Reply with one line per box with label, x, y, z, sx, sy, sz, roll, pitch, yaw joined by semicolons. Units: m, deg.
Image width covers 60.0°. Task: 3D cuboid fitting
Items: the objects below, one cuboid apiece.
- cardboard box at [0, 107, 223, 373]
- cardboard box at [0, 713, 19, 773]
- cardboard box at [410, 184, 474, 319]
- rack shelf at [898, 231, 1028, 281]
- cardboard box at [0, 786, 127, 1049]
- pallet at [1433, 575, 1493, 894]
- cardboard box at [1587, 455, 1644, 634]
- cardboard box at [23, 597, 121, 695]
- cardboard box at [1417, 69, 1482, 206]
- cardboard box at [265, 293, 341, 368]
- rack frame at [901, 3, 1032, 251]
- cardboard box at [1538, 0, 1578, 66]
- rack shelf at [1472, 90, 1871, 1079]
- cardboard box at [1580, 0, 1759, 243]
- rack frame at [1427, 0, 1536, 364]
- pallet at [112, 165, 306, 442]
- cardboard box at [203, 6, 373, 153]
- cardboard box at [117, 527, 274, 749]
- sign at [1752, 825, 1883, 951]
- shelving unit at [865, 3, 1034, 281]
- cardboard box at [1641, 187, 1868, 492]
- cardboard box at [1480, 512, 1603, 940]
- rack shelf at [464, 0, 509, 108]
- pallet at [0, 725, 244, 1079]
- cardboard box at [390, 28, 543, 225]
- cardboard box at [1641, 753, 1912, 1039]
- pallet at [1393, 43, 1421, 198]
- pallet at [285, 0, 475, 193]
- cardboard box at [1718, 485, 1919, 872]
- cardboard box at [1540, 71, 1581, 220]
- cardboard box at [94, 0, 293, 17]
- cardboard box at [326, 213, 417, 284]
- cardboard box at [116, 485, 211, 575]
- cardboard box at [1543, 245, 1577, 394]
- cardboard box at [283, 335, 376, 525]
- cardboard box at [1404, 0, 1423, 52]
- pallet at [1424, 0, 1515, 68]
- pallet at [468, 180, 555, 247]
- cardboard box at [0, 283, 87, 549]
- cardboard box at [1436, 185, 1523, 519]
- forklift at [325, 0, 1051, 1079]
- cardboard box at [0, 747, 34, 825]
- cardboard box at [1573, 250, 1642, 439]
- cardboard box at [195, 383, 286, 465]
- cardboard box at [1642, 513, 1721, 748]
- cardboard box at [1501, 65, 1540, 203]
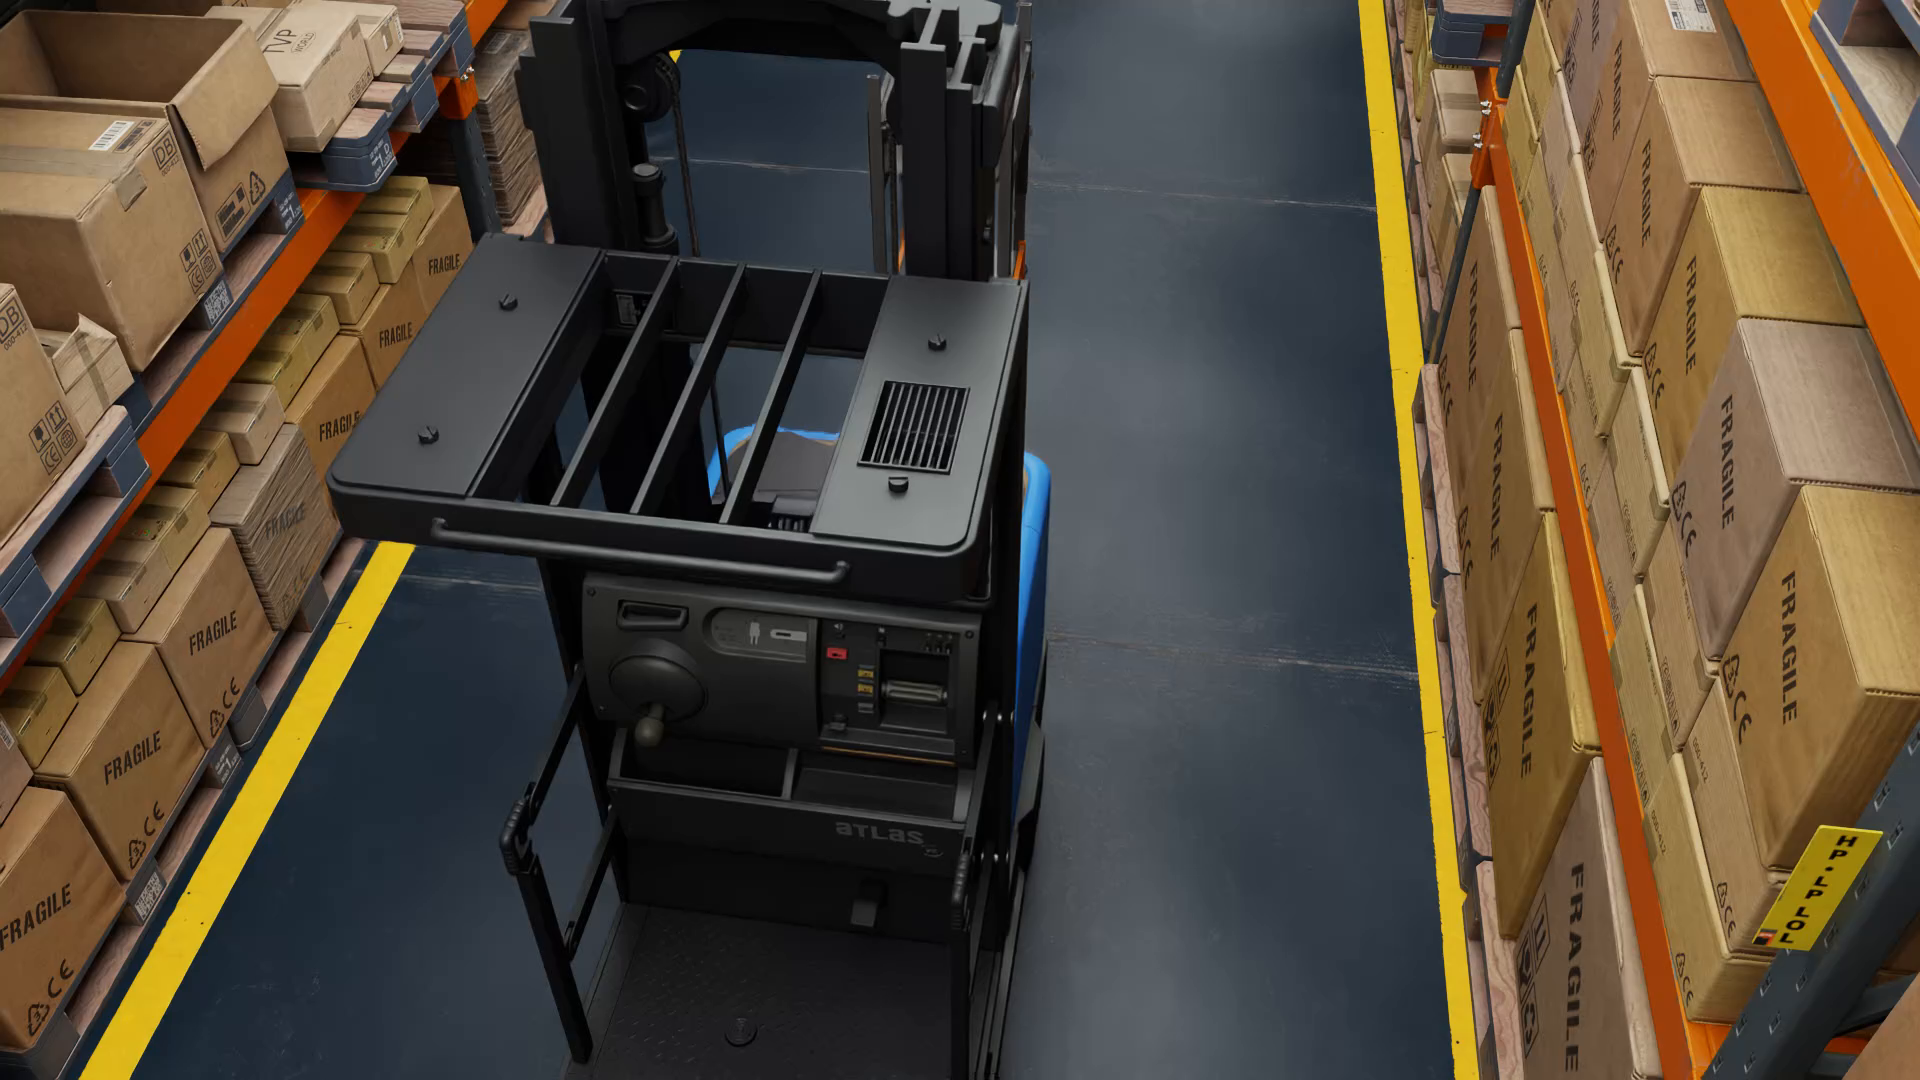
cardboard box;-2.540;-0.834;4.571;0.700;0.500;0.500;5;44;5
cardboard box;-2.700;0.562;4.299;0.380;0.149;0.250;3;44;3
cardboard box;-2.312;-1.111;6.754;0.500;0.500;0.500;6;44;7
rack shelf;-0.022;-0.640;5.418;0.431;0.518;0.480;5;44;6
cardboard box;-2.711;0.998;4.527;0.500;0.500;0.500;7;44;7
pallet;2.109;0.647;5.413;1.003;0.211;1.213;5;44;6
cardboard box;1.886;0.038;4.138;0.500;0.250;0.500;4;44;4
cardboard box;-2.681;0.292;4.801;0.380;0.149;0.250;5;44;5
cardboard box;2.626;-1.811;7.587;0.950;0.372;0.625;4;44;5
cardboard box;-2.447;-0.754;5.906;0.380;0.149;0.250;6;44;7
rack frame;0.010;-0.816;5.585;0.400;2.100;0.015;5;44;6
cardboard box;2.144;-1.811;5.181;0.500;0.500;0.500;4;44;4
rack shelf;2.187;-0.101;4.698;1.077;0.370;4.000;5;44;6
cardboard box;2.004;-1.121;4.452;0.500;0.500;0.500;6;44;7
rack frame;2.452;-1.725;5.890;1.000;3.000;0.127;5;44;6
pallet;-2.722;-0.778;5.030;1.003;0.211;1.213;5;44;6
cardboard box;-2.288;-1.523;5.481;0.500;0.250;0.500;3;44;4
cardboard box;-2.580;0.295;5.270;0.500;0.500;0.500;4;44;4
sign;1.384;0.566;2.686;0.100;0.325;0.005;5;44;6
shelving unit;-0.022;-0.650;5.409;0.431;2.100;0.503;5;44;6
cardboard box;1.880;-0.423;3.715;0.500;0.500;0.500;6;44;7
cardboard box;2.037;0.574;4.702;0.875;0.875;0.875;6;44;7
rack shelf;-2.205;-3.276;8.051;1.077;0.370;4.000;5;44;6
pallet;-2.928;1.007;5.033;1.003;0.211;1.213;5;44;6
cardboard box;-2.373;-1.888;7.484;0.875;0.625;0.625;7;44;7
cardboard box;1.732;0.727;3.410;0.500;0.250;0.500;4;44;5
pallet;2.720;-2.074;8.287;1.003;0.211;1.213;5;44;6
pallet;-2.489;-1.636;5.936;1.213;0.211;1.003;5;44;6
cardboard box;1.733;0.274;2.979;0.500;0.500;0.500;7;44;7
cardboard box;2.070;-1.177;5.057;0.500;0.250;0.500;6;44;7
cardboard box;-2.692;-2.026;5.830;0.500;0.500;0.500;7;44;7
cardboard box;-2.289;-1.106;6.277;0.380;0.149;0.250;3;44;3
cardboard box;-2.576;-0.044;5.156;0.380;0.149;0.250;7;44;7
cardboard box;2.012;-0.652;4.865;0.500;0.250;0.500;7;44;7
cardboard box;-2.455;-0.414;6.018;0.500;0.500;0.500;7;44;7
cardboard box;2.822;-2.802;8.633;0.950;0.372;0.625;8;44;8
pallet;2.440;-2.151;6.479;1.213;0.211;1.003;5;44;6
pallet;-2.322;-1.719;7.912;1.003;0.211;1.213;5;44;6
cardboard box;-2.644;-0.299;4.006;0.700;0.500;0.500;6;44;6
cardboard box;2.278;-0.643;5.987;0.875;0.875;0.875;5;44;5
forklift;-0.448;0.403;3.692;1.130;2.935;3.031;6;44;6
cardboard box;-2.727;0.656;4.417;0.380;0.149;0.250;4;44;4
cardboard box;1.912;-0.494;4.336;0.500;0.250;0.500;6;44;6
cardboard box;-2.486;-0.393;5.525;0.380;0.149;0.250;3;44;4
cardboard box;1.799;0.210;3.592;0.500;0.250;0.500;6;44;7
cardboard box;2.137;-1.360;5.614;0.500;0.250;0.500;5;44;5
